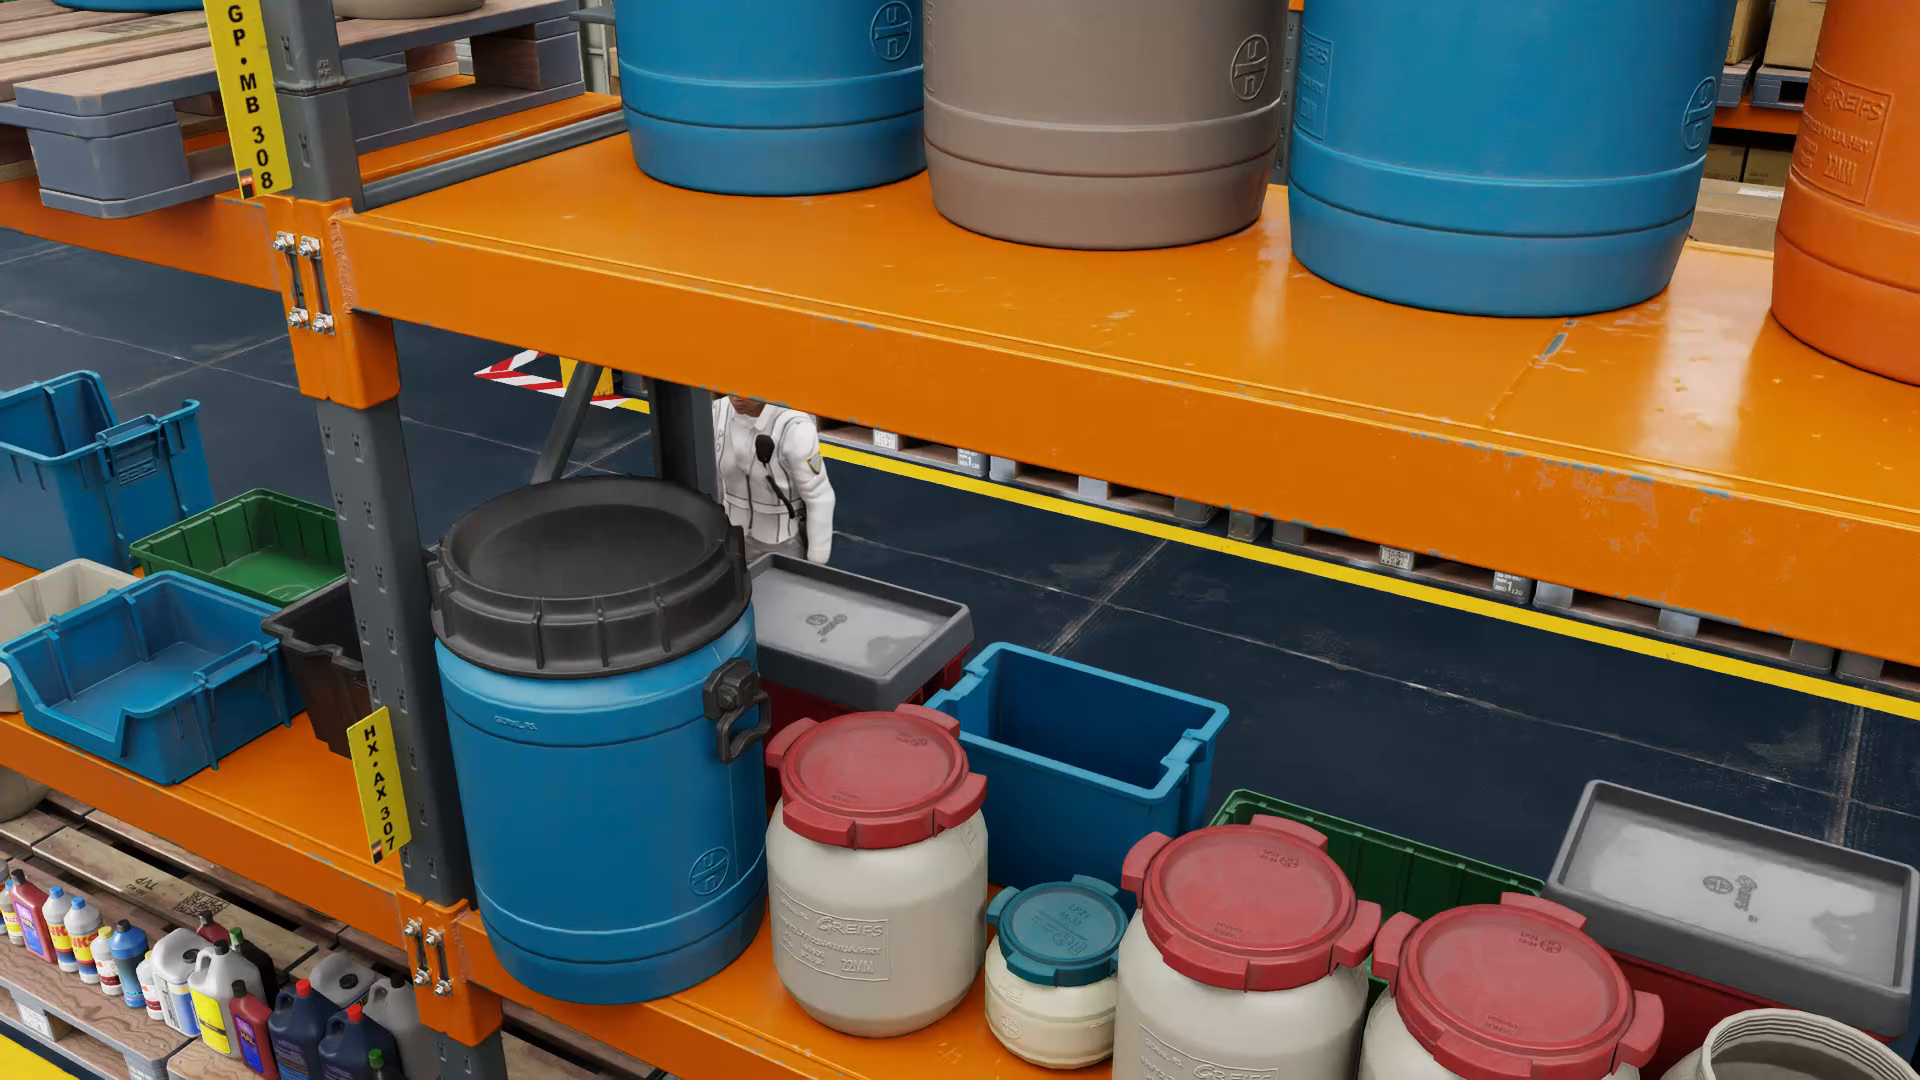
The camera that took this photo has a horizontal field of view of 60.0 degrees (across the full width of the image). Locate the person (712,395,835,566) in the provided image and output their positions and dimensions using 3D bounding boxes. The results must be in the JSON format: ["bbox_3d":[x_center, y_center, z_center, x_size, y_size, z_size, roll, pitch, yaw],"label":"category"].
[{"bbox_3d":[-0.718,0.041,6.028,0.547,1.667,0.409,13,29,23],"label":"person"}]
